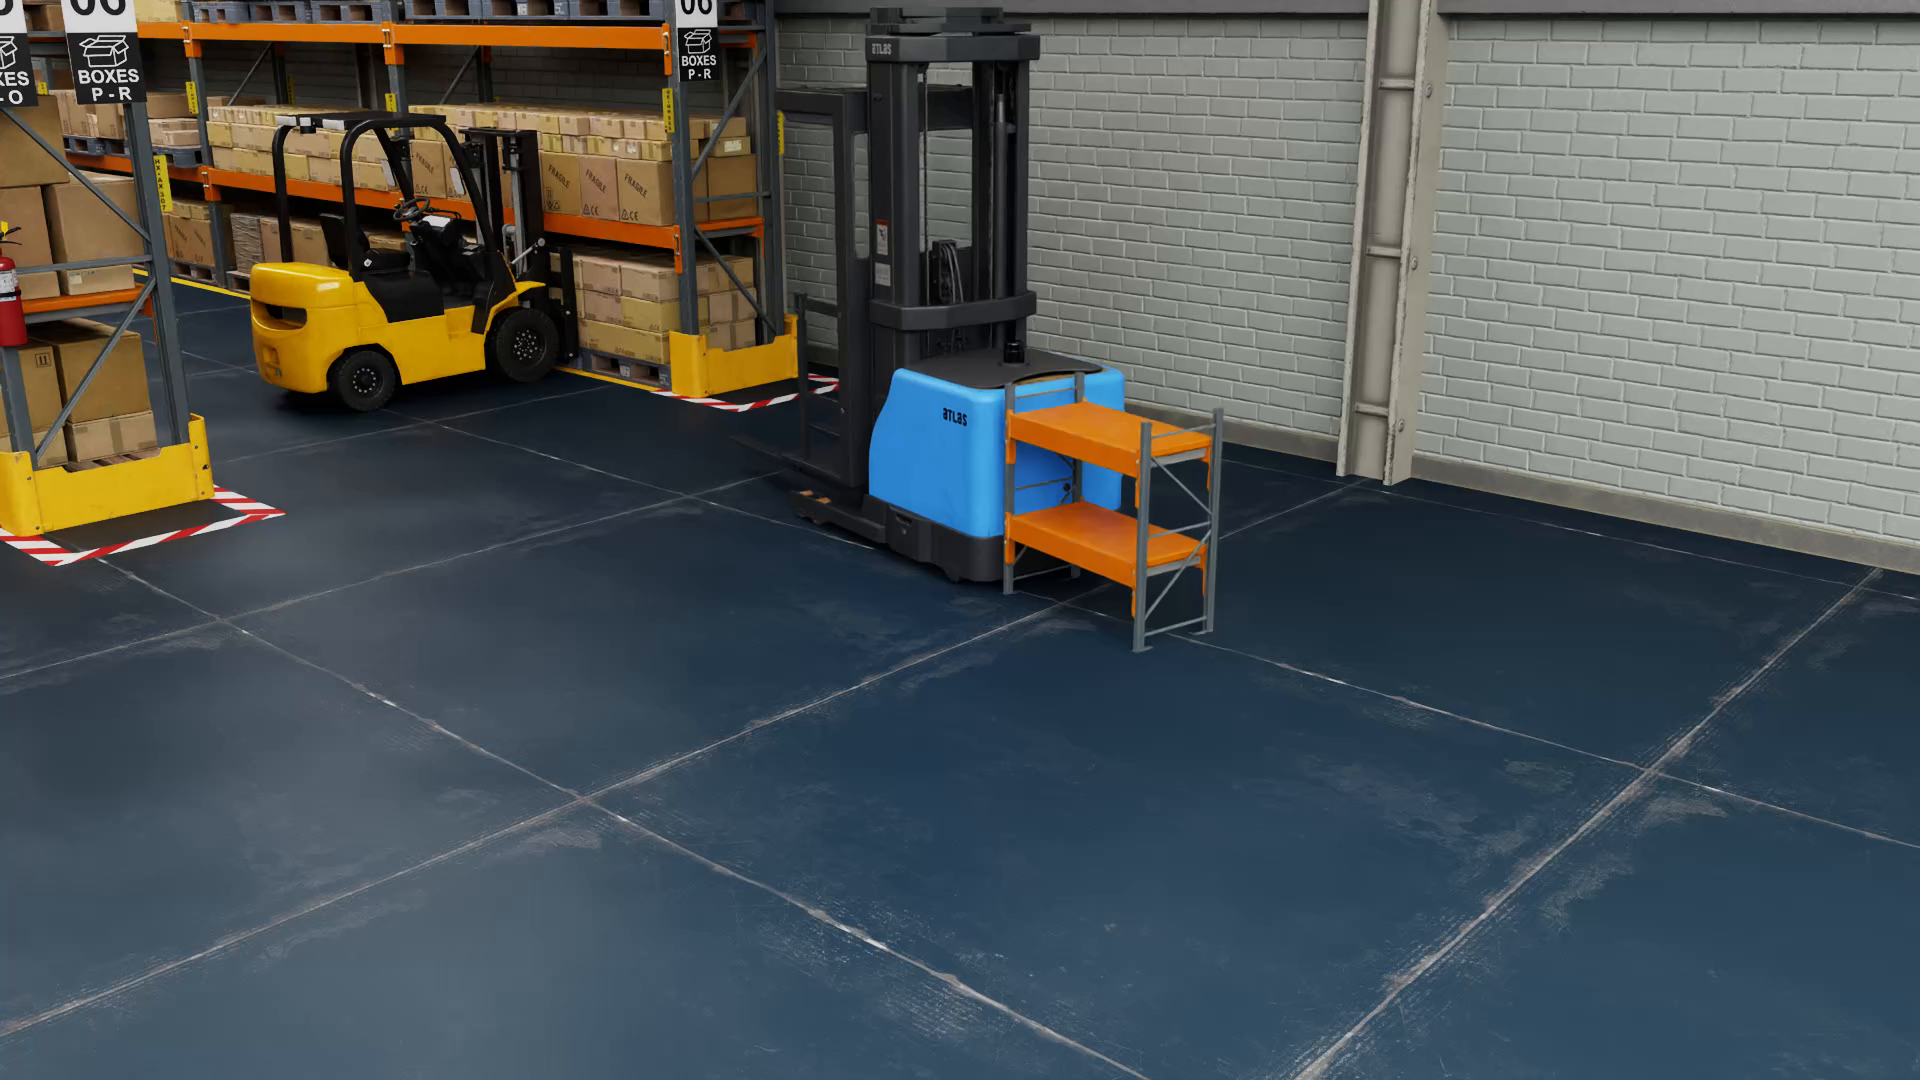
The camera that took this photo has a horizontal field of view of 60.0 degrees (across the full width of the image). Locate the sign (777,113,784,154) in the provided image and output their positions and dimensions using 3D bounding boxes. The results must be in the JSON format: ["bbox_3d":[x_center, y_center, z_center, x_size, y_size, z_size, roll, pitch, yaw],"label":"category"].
[{"bbox_3d":[-1.466,-3.290,13.458,0.005,0.325,0.100,15,23,39],"label":"sign"}]

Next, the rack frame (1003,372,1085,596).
[{"bbox_3d":[0.437,-0.292,8.672,0.500,1.125,0.032,-12,21,-34],"label":"rack frame"}]

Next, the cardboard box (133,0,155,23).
[{"bbox_3d":[-8.744,-5.829,18.309,0.500,0.250,0.500,15,23,39],"label":"cardboard box"}]

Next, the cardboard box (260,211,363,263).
[{"bbox_3d":[-6.871,-3.132,17.754,0.625,0.625,0.875,16,24,41],"label":"cardboard box"}]

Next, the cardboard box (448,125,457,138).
[{"bbox_3d":[-4.359,-3.654,14.930,0.250,0.149,0.380,15,23,39],"label":"cardboard box"}]

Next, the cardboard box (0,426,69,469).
[{"bbox_3d":[-5.932,-0.588,10.356,0.500,0.250,0.500,15,23,39],"label":"cardboard box"}]

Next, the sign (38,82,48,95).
[{"bbox_3d":[-11.169,-5.413,20.279,0.005,0.325,0.100,15,23,39],"label":"sign"}]

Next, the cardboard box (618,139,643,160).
[{"bbox_3d":[-2.495,-3.123,13.256,0.250,0.149,0.380,16,23,40],"label":"cardboard box"}]

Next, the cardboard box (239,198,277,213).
[{"bbox_3d":[-8.006,-3.815,19.039,0.250,0.149,0.380,17,24,42],"label":"cardboard box"}]

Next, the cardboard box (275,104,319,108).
[{"bbox_3d":[-7.175,-4.632,18.010,0.250,0.149,0.380,16,23,41],"label":"cardboard box"}]

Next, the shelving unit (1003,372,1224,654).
[{"bbox_3d":[0.736,-0.168,8.281,0.538,1.125,1.048,-12,21,-34],"label":"shelving unit"}]

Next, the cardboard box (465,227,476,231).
[{"bbox_3d":[-4.334,-2.830,15.768,0.500,0.250,0.500,16,23,40],"label":"cardboard box"}]

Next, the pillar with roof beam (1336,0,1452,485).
[{"bbox_3d":[-0.132,-3.740,6.520,0.400,9.000,9.100,15,23,39],"label":"pillar with roof beam"}]

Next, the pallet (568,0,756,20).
[{"bbox_3d":[-2.351,-4.251,13.235,1.213,0.211,1.003,15,23,39],"label":"pallet"}]

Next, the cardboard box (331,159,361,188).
[{"bbox_3d":[-5.761,-3.589,16.209,0.500,0.250,0.500,15,23,39],"label":"cardboard box"}]

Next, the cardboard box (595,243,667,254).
[{"bbox_3d":[-2.816,-2.423,14.487,0.500,0.250,0.500,15,23,39],"label":"cardboard box"}]

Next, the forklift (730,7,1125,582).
[{"bbox_3d":[-0.368,-1.560,9.683,1.130,2.935,3.031,-12,21,-34],"label":"forklift"}]

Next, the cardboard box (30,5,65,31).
[{"bbox_3d":[-5.164,-3.042,9.694,0.250,0.149,0.380,15,23,39],"label":"cardboard box"}]

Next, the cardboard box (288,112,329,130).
[{"bbox_3d":[-6.459,-4.179,16.584,0.250,0.149,0.380,14,23,38],"label":"cardboard box"}]

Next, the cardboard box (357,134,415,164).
[{"bbox_3d":[-5.368,-3.726,15.816,0.500,0.250,0.500,14,23,38],"label":"cardboard box"}]

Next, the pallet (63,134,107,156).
[{"bbox_3d":[-10.289,-4.848,20.247,1.213,0.211,1.003,15,23,39],"label":"pallet"}]

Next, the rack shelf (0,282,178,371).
[{"bbox_3d":[-6.627,-1.650,11.043,4.000,0.370,1.077,15,23,39],"label":"rack shelf"}]

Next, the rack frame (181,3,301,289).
[{"bbox_3d":[-7.823,-4.322,18.271,0.127,3.000,1.000,15,23,39],"label":"rack frame"}]

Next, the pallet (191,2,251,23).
[{"bbox_3d":[-7.256,-5.545,17.480,1.003,0.211,1.213,16,24,42],"label":"pallet"}]

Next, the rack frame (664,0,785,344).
[{"bbox_3d":[-1.839,-2.716,13.209,0.127,3.000,1.000,15,23,39],"label":"rack frame"}]

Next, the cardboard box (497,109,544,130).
[{"bbox_3d":[-3.773,-3.645,14.410,0.250,0.149,0.380,15,23,39],"label":"cardboard box"}]

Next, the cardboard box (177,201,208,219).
[{"bbox_3d":[-8.585,-3.729,18.770,0.250,0.149,0.380,14,22,36],"label":"cardboard box"}]

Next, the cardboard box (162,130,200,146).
[{"bbox_3d":[-8.569,-4.447,18.387,0.250,0.149,0.380,16,23,40],"label":"cardboard box"}]

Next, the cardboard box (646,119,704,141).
[{"bbox_3d":[-2.247,-3.238,13.128,0.250,0.149,0.380,15,23,39],"label":"cardboard box"}]

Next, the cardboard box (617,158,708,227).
[{"bbox_3d":[-2.382,-2.803,13.318,0.500,0.500,0.500,14,23,38],"label":"cardboard box"}]

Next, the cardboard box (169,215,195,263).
[{"bbox_3d":[-8.649,-3.470,19.024,0.500,0.500,0.500,15,23,38],"label":"cardboard box"}]

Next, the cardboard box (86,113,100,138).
[{"bbox_3d":[-10.030,-4.895,19.606,0.258,0.266,0.396,17,24,42],"label":"cardboard box"}]

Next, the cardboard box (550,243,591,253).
[{"bbox_3d":[-3.534,-2.407,14.437,0.500,0.250,0.500,14,23,38],"label":"cardboard box"}]

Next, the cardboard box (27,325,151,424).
[{"bbox_3d":[-5.569,-1.068,10.629,0.500,0.500,0.500,14,22,37],"label":"cardboard box"}]

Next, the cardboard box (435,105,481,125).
[{"bbox_3d":[-4.522,-3.858,15.080,0.250,0.149,0.380,15,23,40],"label":"cardboard box"}]

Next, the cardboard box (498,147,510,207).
[{"bbox_3d":[-3.892,-3.216,14.621,0.500,0.500,0.500,15,23,39],"label":"cardboard box"}]

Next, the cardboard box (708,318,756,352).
[{"bbox_3d":[-2.077,-1.748,14.012,0.500,0.250,0.500,15,23,39],"label":"cardboard box"}]

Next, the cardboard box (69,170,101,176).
[{"bbox_3d":[-5.691,-2.042,10.431,0.500,0.500,0.500,16,24,41],"label":"cardboard box"}]

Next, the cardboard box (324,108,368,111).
[{"bbox_3d":[-6.406,-4.431,17.378,0.250,0.149,0.380,15,23,38],"label":"cardboard box"}]

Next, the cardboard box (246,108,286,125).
[{"bbox_3d":[-7.166,-4.399,17.277,0.250,0.149,0.380,15,23,40],"label":"cardboard box"}]

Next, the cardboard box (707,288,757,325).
[{"bbox_3d":[-2.053,-1.985,13.932,0.500,0.250,0.500,16,23,40],"label":"cardboard box"}]

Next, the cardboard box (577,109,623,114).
[{"bbox_3d":[-3.086,-3.647,14.415,0.250,0.149,0.380,15,23,40],"label":"cardboard box"}]

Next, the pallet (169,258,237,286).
[{"bbox_3d":[-8.356,-3.151,19.192,1.213,0.211,1.003,15,23,39],"label":"pallet"}]

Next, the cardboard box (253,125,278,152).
[{"bbox_3d":[-6.900,-4.134,17.101,0.500,0.250,0.500,14,23,38],"label":"cardboard box"}]

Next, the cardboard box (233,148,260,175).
[{"bbox_3d":[-7.280,-4.004,17.517,0.500,0.250,0.500,14,23,38],"label":"cardboard box"}]

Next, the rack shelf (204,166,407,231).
[{"bbox_3d":[-6.327,-3.577,17.114,4.000,0.370,1.077,15,23,39],"label":"rack shelf"}]

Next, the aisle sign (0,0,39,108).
[{"bbox_3d":[-5.277,-2.753,9.029,0.004,0.787,0.394,15,23,39],"label":"aisle sign"}]

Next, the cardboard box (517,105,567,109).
[{"bbox_3d":[-3.796,-3.876,15.135,0.250,0.149,0.380,14,23,38],"label":"cardboard box"}]

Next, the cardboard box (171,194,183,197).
[{"bbox_3d":[-9.333,-3.954,19.478,0.250,0.149,0.380,14,22,37],"label":"cardboard box"}]

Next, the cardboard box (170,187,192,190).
[{"bbox_3d":[-9.581,-4.223,20.325,0.250,0.149,0.380,16,24,41],"label":"cardboard box"}]

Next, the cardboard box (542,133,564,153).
[{"bbox_3d":[-3.260,-3.331,13.910,0.250,0.149,0.380,15,23,40],"label":"cardboard box"}]

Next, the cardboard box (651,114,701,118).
[{"bbox_3d":[-2.329,-3.440,13.762,0.250,0.149,0.380,16,23,40],"label":"cardboard box"}]

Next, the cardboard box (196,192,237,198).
[{"bbox_3d":[-8.795,-4.023,19.696,0.250,0.149,0.380,14,23,38],"label":"cardboard box"}]

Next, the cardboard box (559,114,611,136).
[{"bbox_3d":[-3.071,-3.421,13.704,0.250,0.149,0.380,16,23,41],"label":"cardboard box"}]
